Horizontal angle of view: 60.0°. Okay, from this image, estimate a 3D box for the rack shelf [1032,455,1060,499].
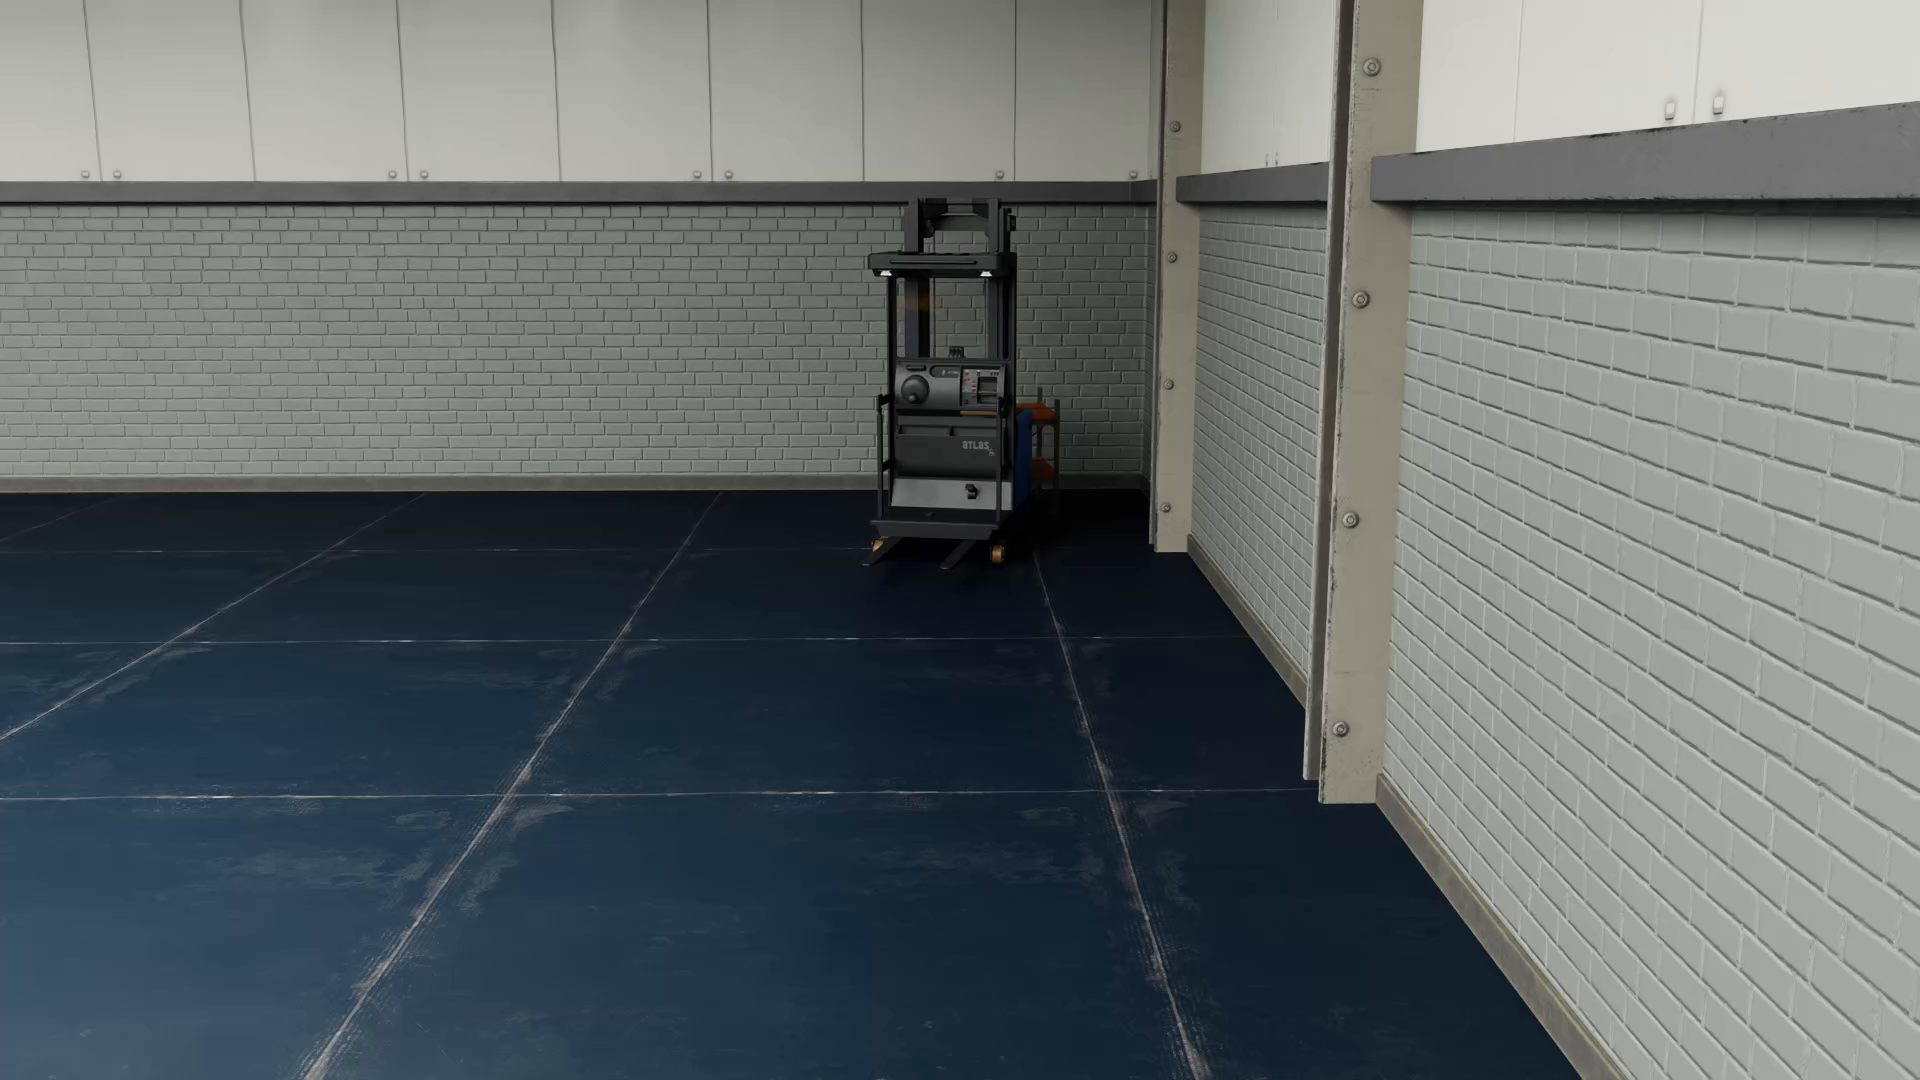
[{"bbox_3d":[0.609,-0.595,15.891,0.538,0.278,1.000,-1,12,-6],"label":"rack shelf"}]

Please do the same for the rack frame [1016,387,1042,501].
[{"bbox_3d":[0.553,-0.935,16.338,0.500,1.125,0.032,-1,12,-6],"label":"rack frame"}]

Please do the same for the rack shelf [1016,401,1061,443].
[{"bbox_3d":[0.609,-1.121,15.784,0.538,0.278,1.000,-1,12,-6],"label":"rack shelf"}]

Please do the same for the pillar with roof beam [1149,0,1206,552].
[{"bbox_3d":[-2.505,-4.330,13.270,9.100,9.000,0.400,0,11,-1],"label":"pillar with roof beam"}]

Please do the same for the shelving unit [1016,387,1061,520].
[{"bbox_3d":[0.609,-0.834,15.843,0.538,1.125,1.048,-1,12,-6],"label":"shelving unit"}]

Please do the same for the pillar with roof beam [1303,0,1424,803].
[{"bbox_3d":[-2.381,-3.138,7.391,9.100,9.000,0.400,0,11,-1],"label":"pillar with roof beam"}]

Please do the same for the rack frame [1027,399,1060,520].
[{"bbox_3d":[0.665,-0.734,15.348,0.500,1.125,0.032,-1,12,-6],"label":"rack frame"}]

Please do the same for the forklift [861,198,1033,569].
[{"bbox_3d":[-0.120,-1.315,13.667,1.130,2.935,3.031,2,12,11],"label":"forklift"}]
